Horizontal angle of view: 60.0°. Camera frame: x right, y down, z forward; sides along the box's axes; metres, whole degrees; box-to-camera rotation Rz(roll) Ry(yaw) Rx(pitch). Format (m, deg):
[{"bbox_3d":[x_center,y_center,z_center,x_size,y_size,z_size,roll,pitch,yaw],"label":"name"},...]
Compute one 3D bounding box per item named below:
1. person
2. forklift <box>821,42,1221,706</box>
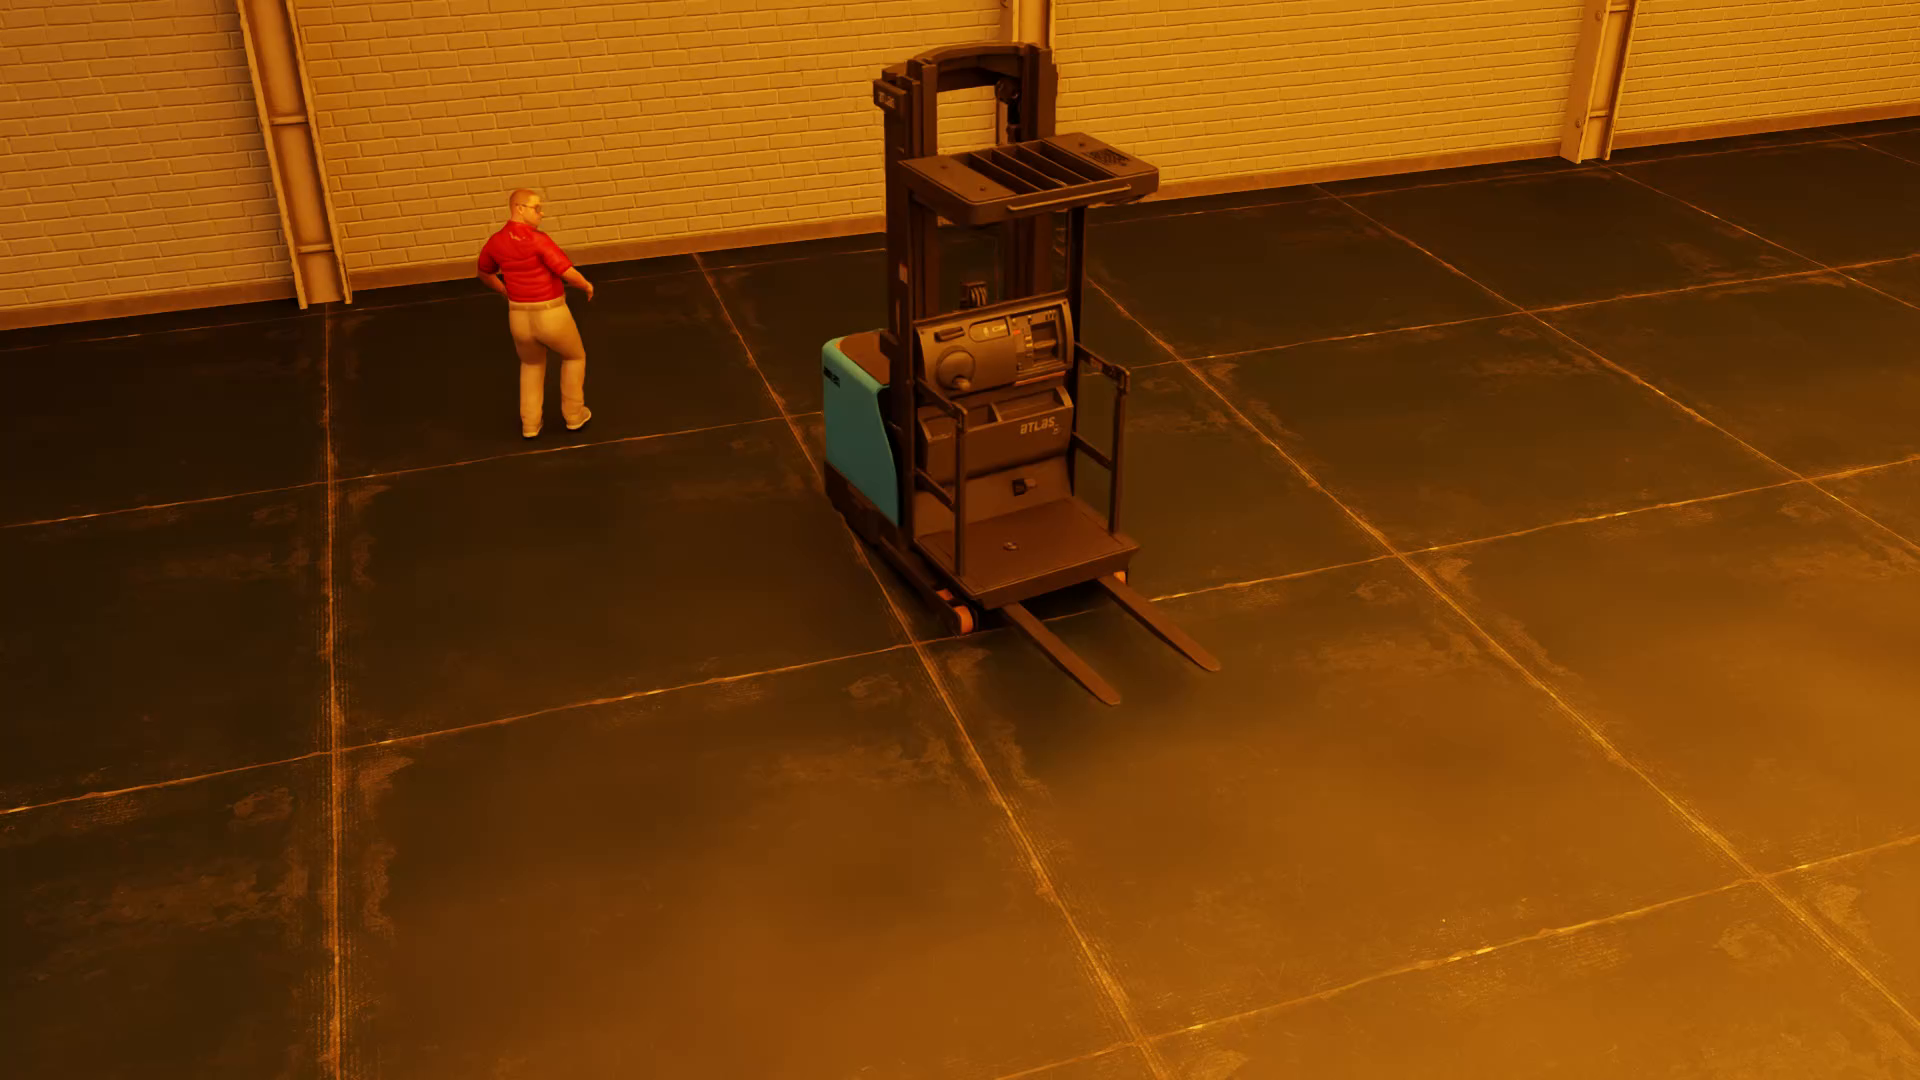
[{"bbox_3d":[-2.778,-1.494,10.976,0.771,1.679,0.544,7,31,12],"label":"person"},{"bbox_3d":[0.305,-1.005,8.834,1.130,2.935,3.031,-15,33,-25],"label":"forklift"}]
